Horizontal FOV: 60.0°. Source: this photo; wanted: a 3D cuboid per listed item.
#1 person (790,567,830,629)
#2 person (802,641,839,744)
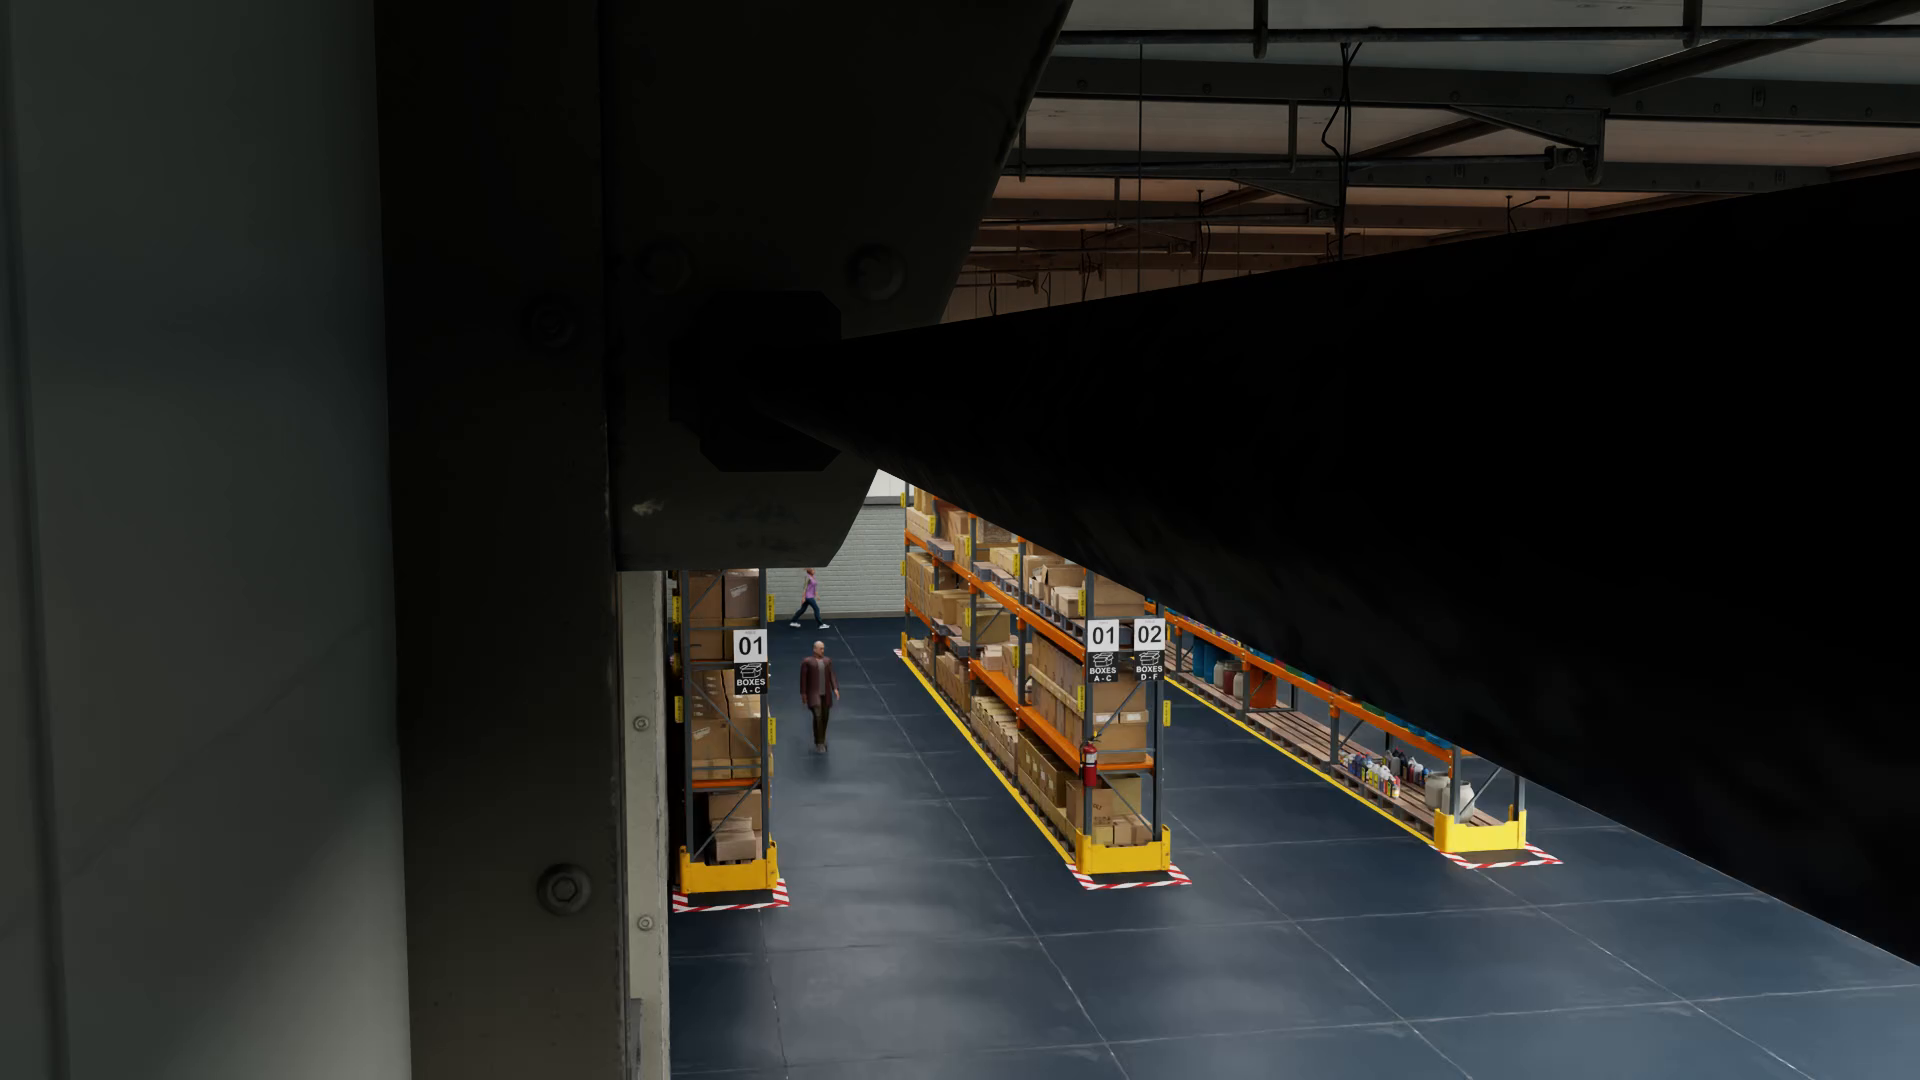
[{"bbox_3d":[-3.647,1.373,40.300,0.981,1.536,0.399,0,6,-2],"label":"person"},{"bbox_3d":[-2.313,2.545,27.687,0.562,1.700,0.580,-4,7,-34],"label":"person"}]
